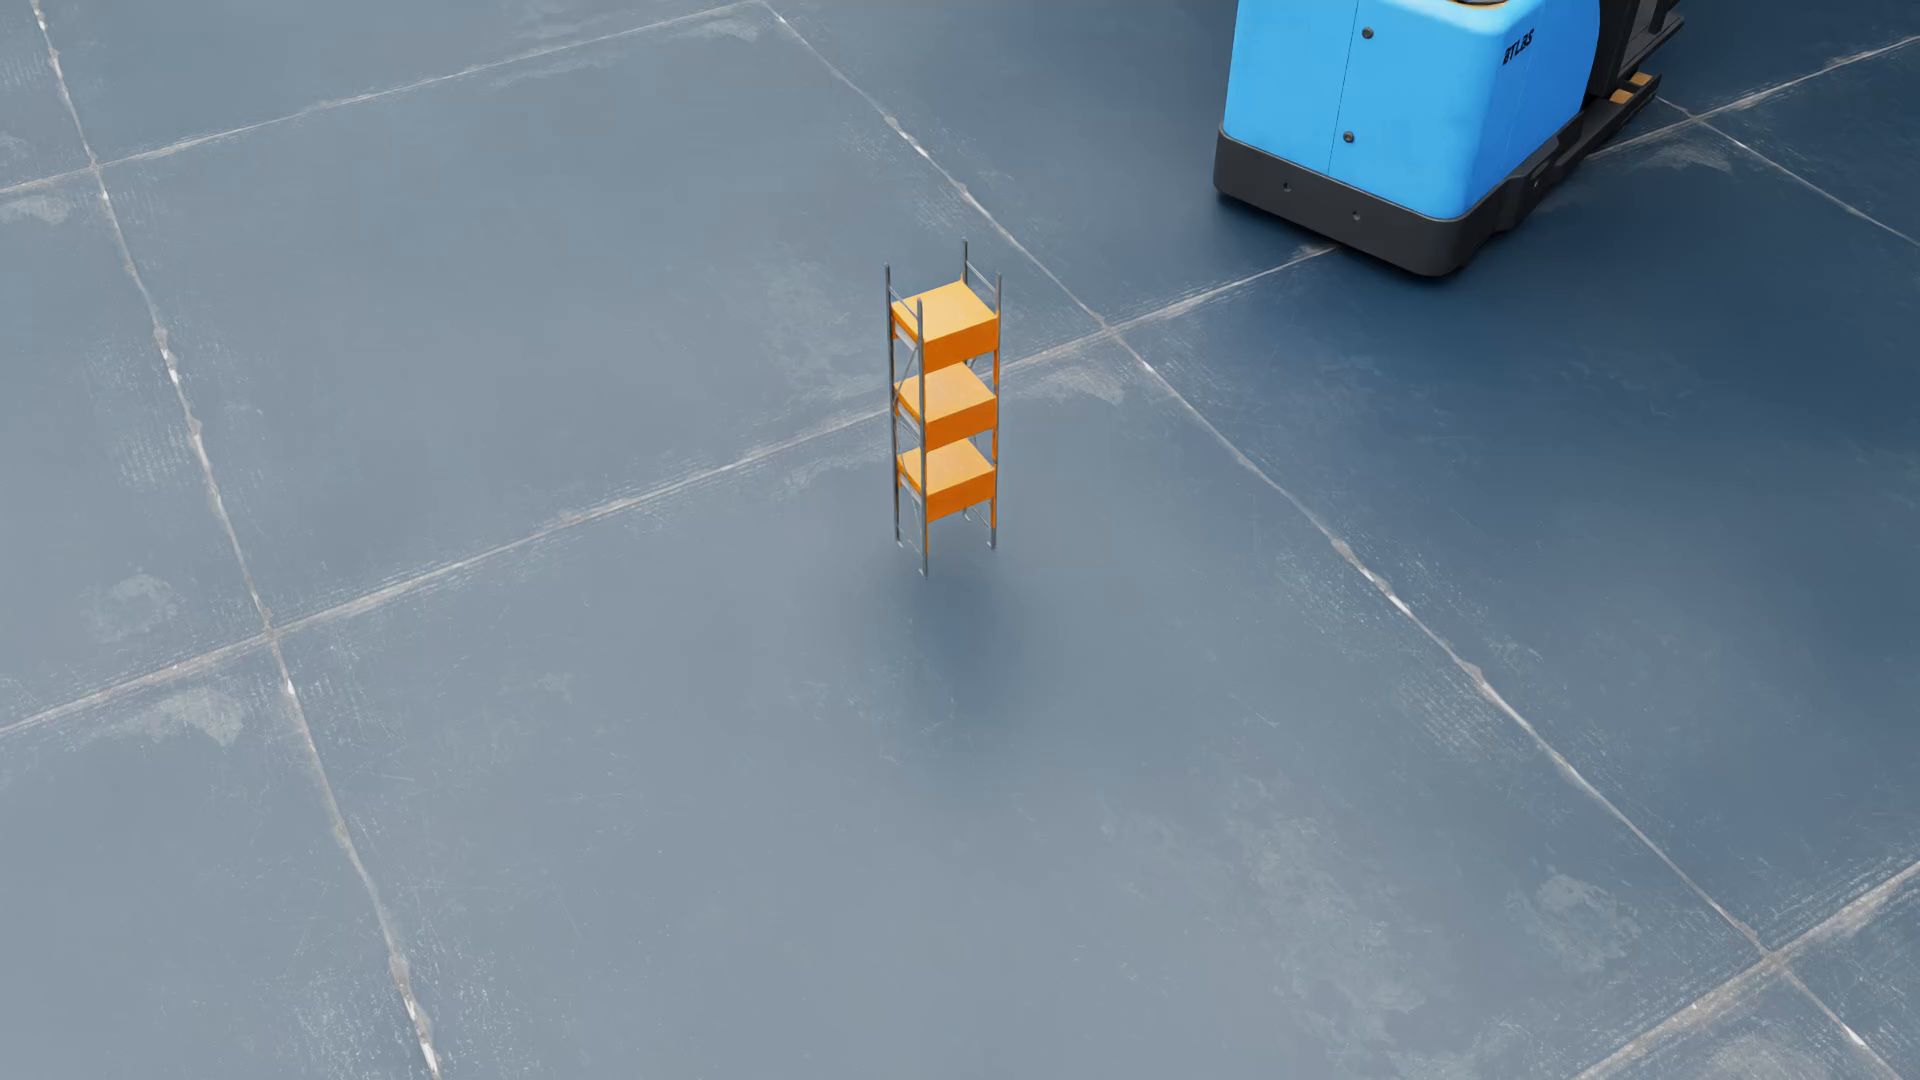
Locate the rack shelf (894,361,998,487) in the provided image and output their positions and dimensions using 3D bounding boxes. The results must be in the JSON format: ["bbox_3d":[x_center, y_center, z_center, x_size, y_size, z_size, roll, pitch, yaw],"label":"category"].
[{"bbox_3d":[-0.046,-0.351,4.873,0.240,0.259,0.215,-22,48,-21],"label":"rack shelf"}]

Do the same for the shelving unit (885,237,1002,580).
[{"bbox_3d":[-0.046,-0.358,4.865,0.252,1.050,0.215,-22,48,-21],"label":"shelving unit"}]

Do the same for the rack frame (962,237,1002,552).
[{"bbox_3d":[0.059,-0.401,4.909,0.008,1.050,0.200,-22,48,-21],"label":"rack frame"}]

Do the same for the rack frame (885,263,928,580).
[{"bbox_3d":[-0.152,-0.316,4.822,0.008,1.050,0.200,-22,48,-21],"label":"rack frame"}]

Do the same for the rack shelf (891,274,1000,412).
[{"bbox_3d":[-0.046,-0.554,4.675,0.240,0.259,0.215,-22,48,-21],"label":"rack shelf"}]

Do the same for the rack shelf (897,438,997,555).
[{"bbox_3d":[-0.046,-0.151,5.066,0.240,0.259,0.215,-22,48,-21],"label":"rack shelf"}]

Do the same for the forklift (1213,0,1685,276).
[{"bbox_3d":[2.338,-2.986,6.222,1.130,2.935,3.031,30,52,28],"label":"forklift"}]
